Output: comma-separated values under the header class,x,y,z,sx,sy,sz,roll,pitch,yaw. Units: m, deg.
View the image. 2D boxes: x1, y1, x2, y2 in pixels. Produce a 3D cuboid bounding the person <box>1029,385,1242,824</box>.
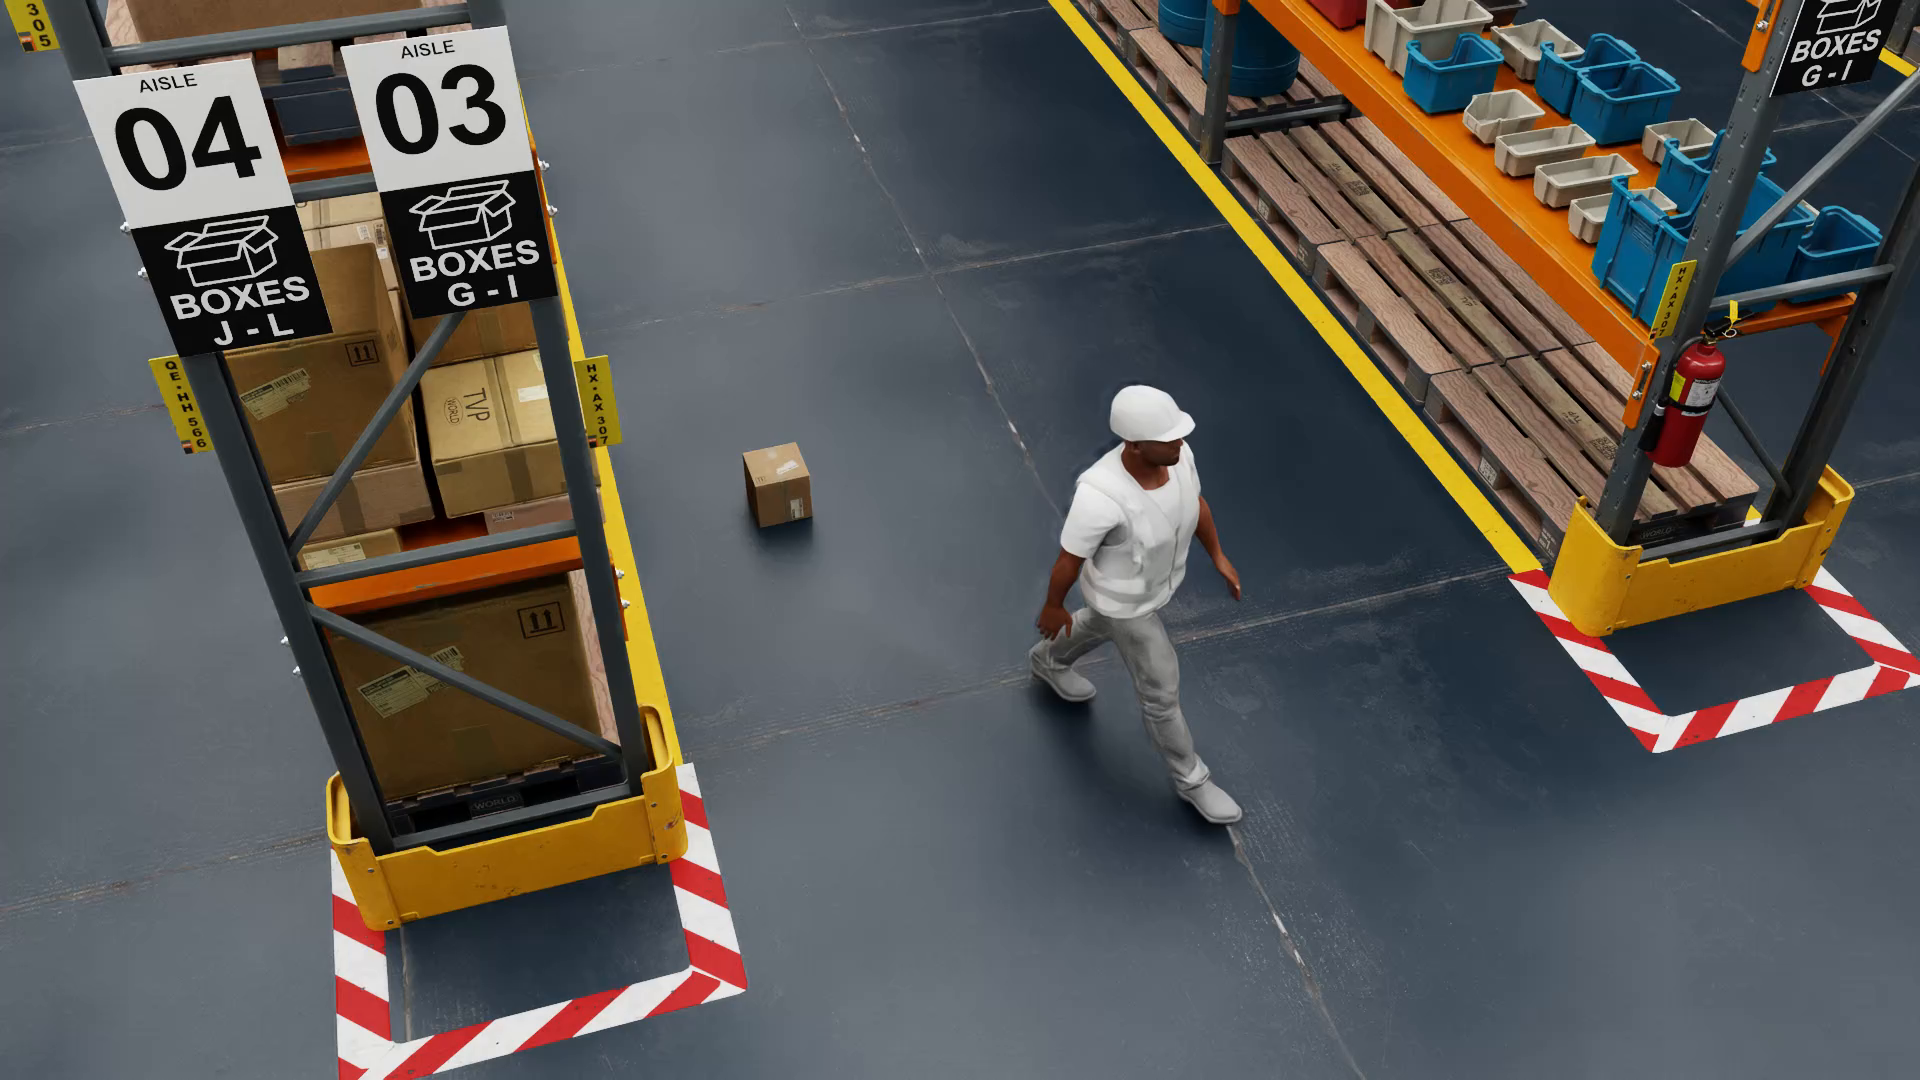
class,x,y,z,sx,sy,sz,roll,pitch,yaw
person,0.683,0.166,5.958,1.090,1.708,0.610,26,48,26
